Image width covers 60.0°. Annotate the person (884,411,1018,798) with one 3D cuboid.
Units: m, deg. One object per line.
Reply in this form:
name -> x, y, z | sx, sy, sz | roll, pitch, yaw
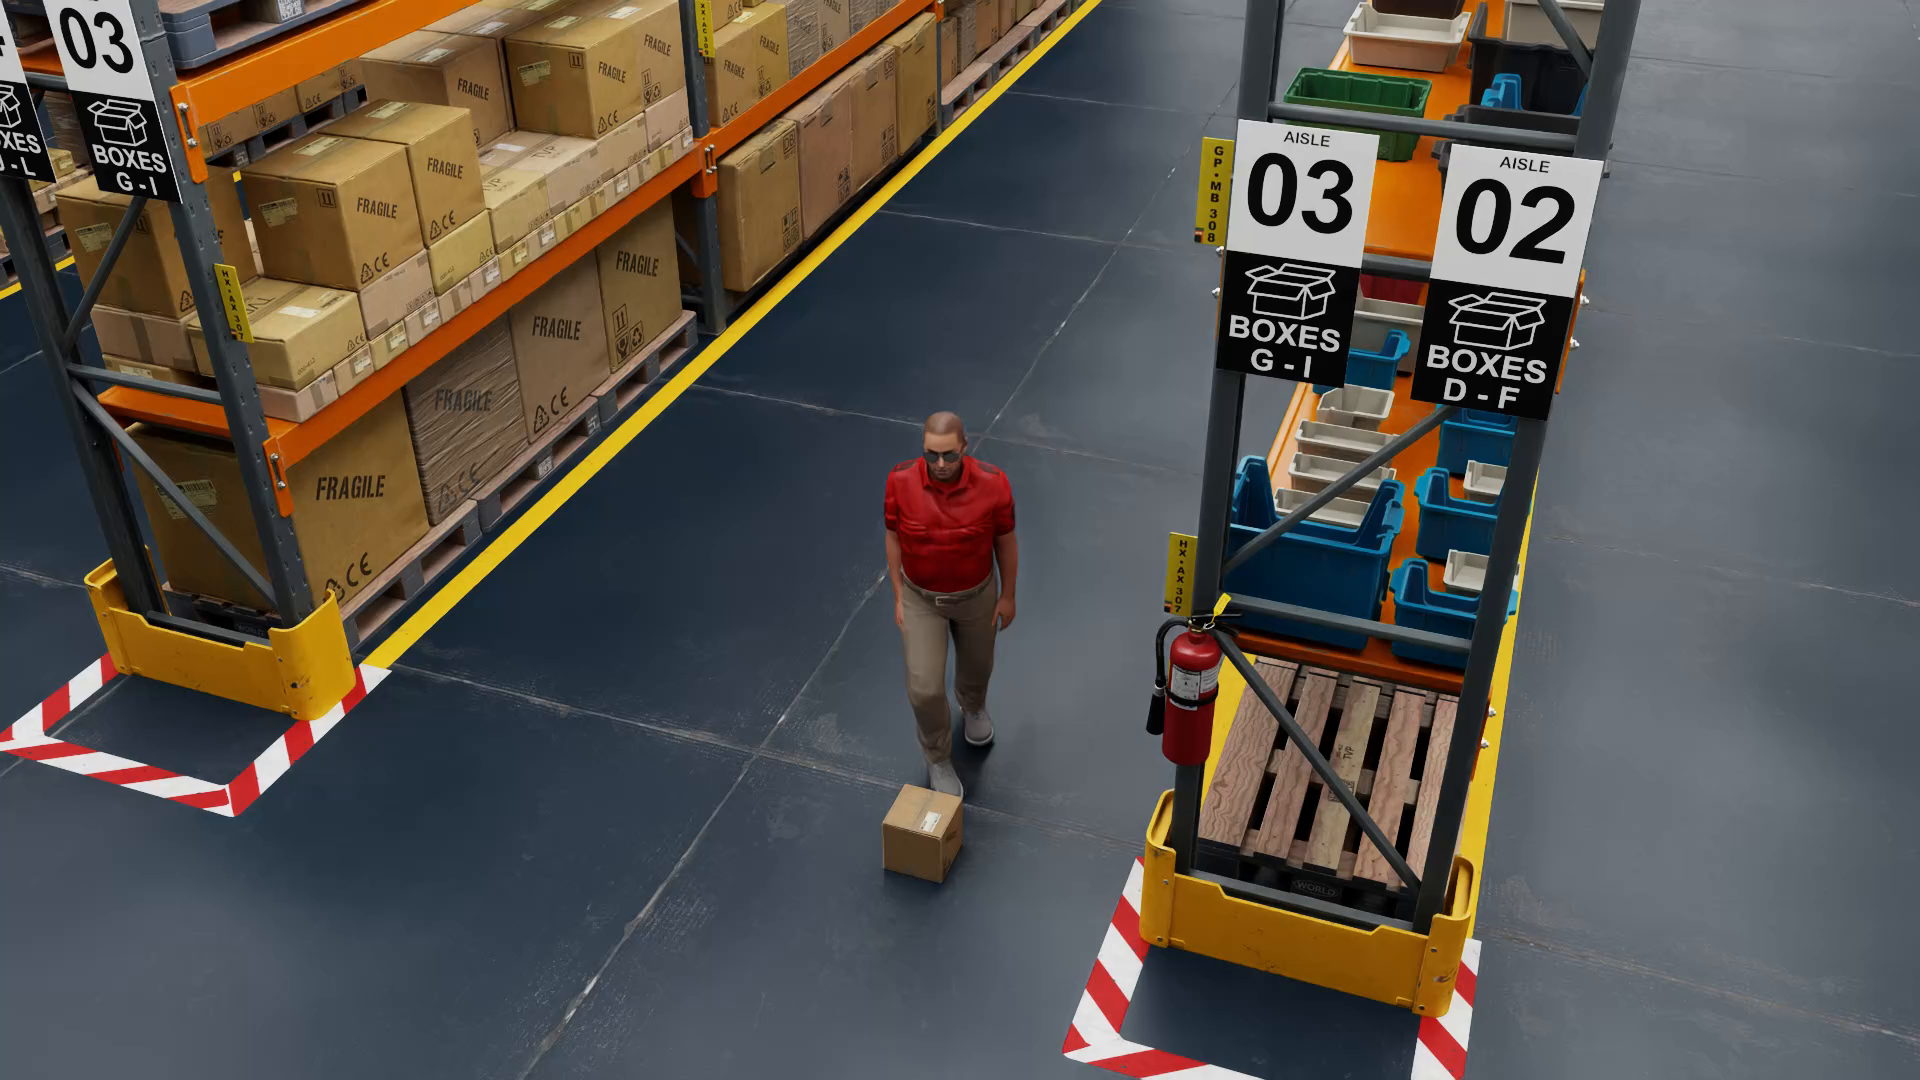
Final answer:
person -> -0.034, 0.231, 6.814 | 0.538, 1.719, 0.667 | 0, 33, -1
